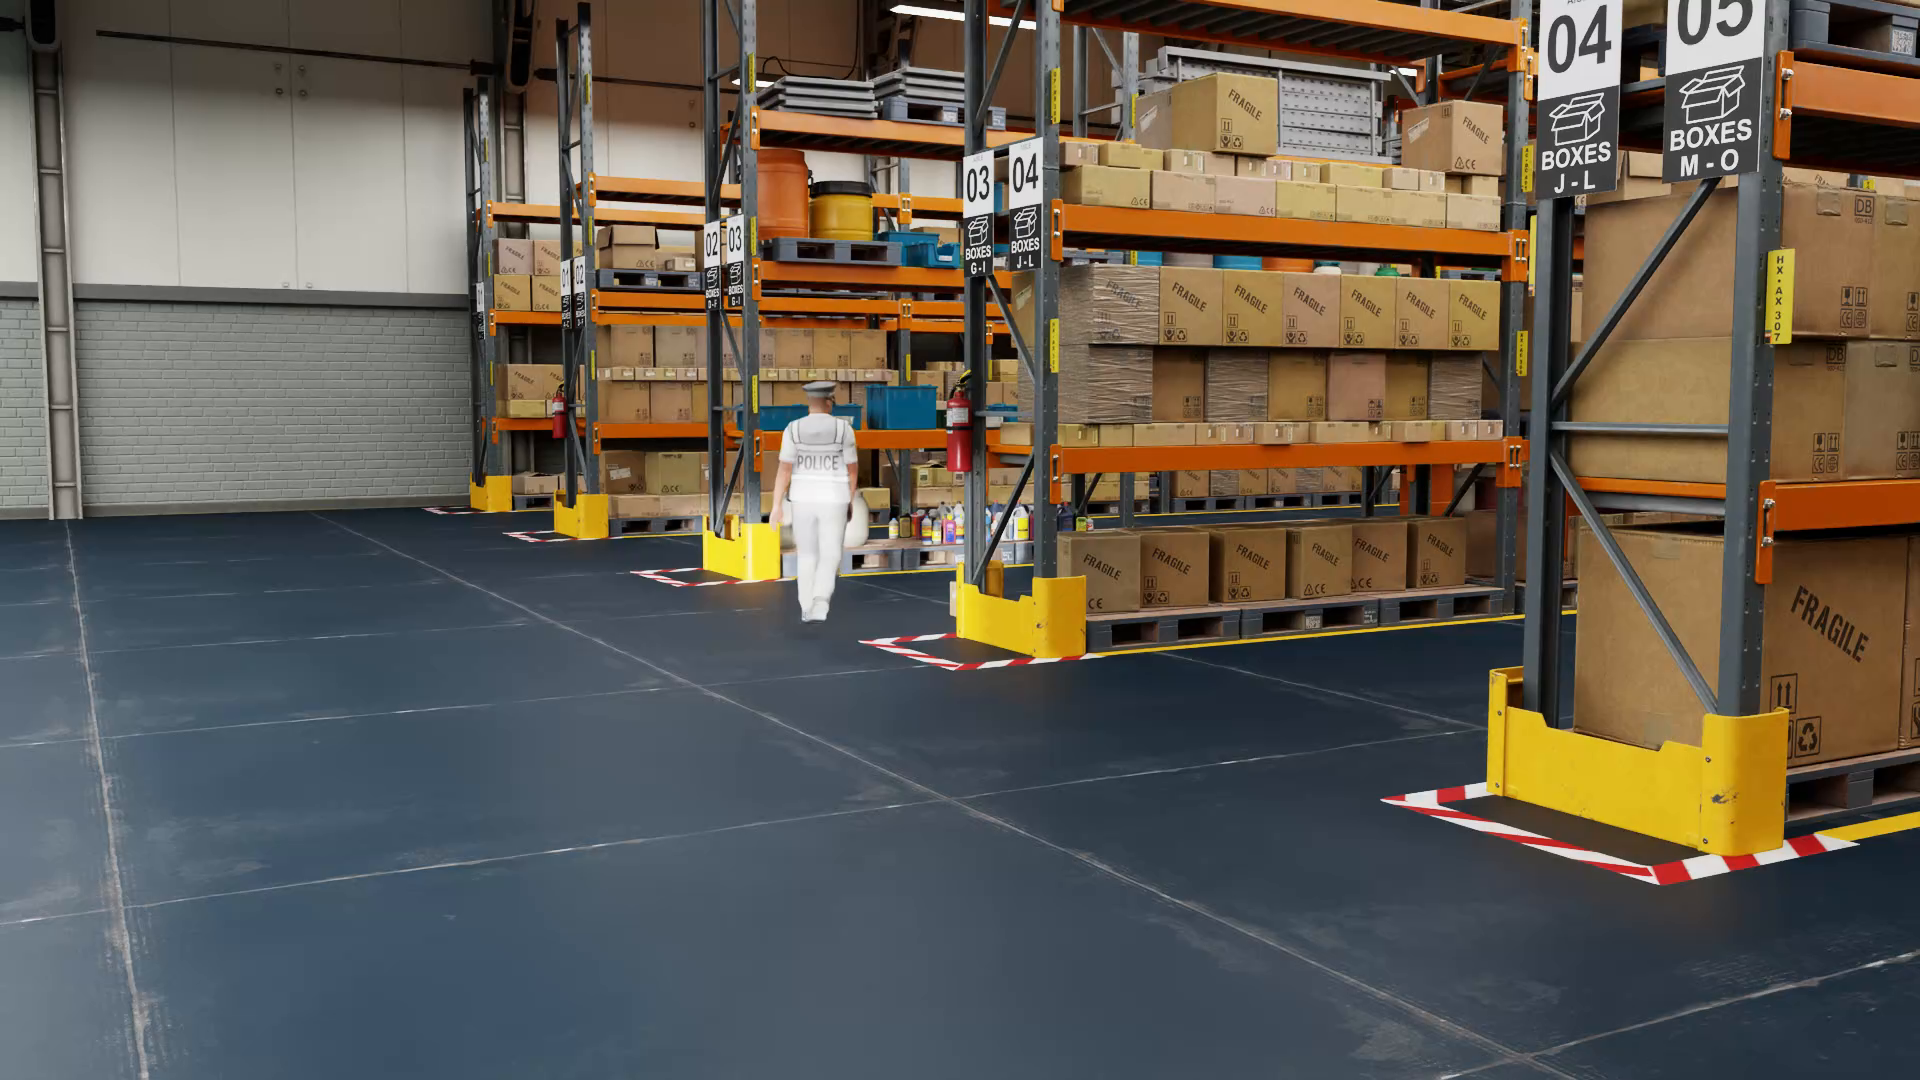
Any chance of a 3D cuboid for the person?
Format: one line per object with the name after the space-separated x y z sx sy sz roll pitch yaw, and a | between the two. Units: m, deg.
-1.014 -0.258 11.679 0.612 1.714 0.900 0 5 3 | person
